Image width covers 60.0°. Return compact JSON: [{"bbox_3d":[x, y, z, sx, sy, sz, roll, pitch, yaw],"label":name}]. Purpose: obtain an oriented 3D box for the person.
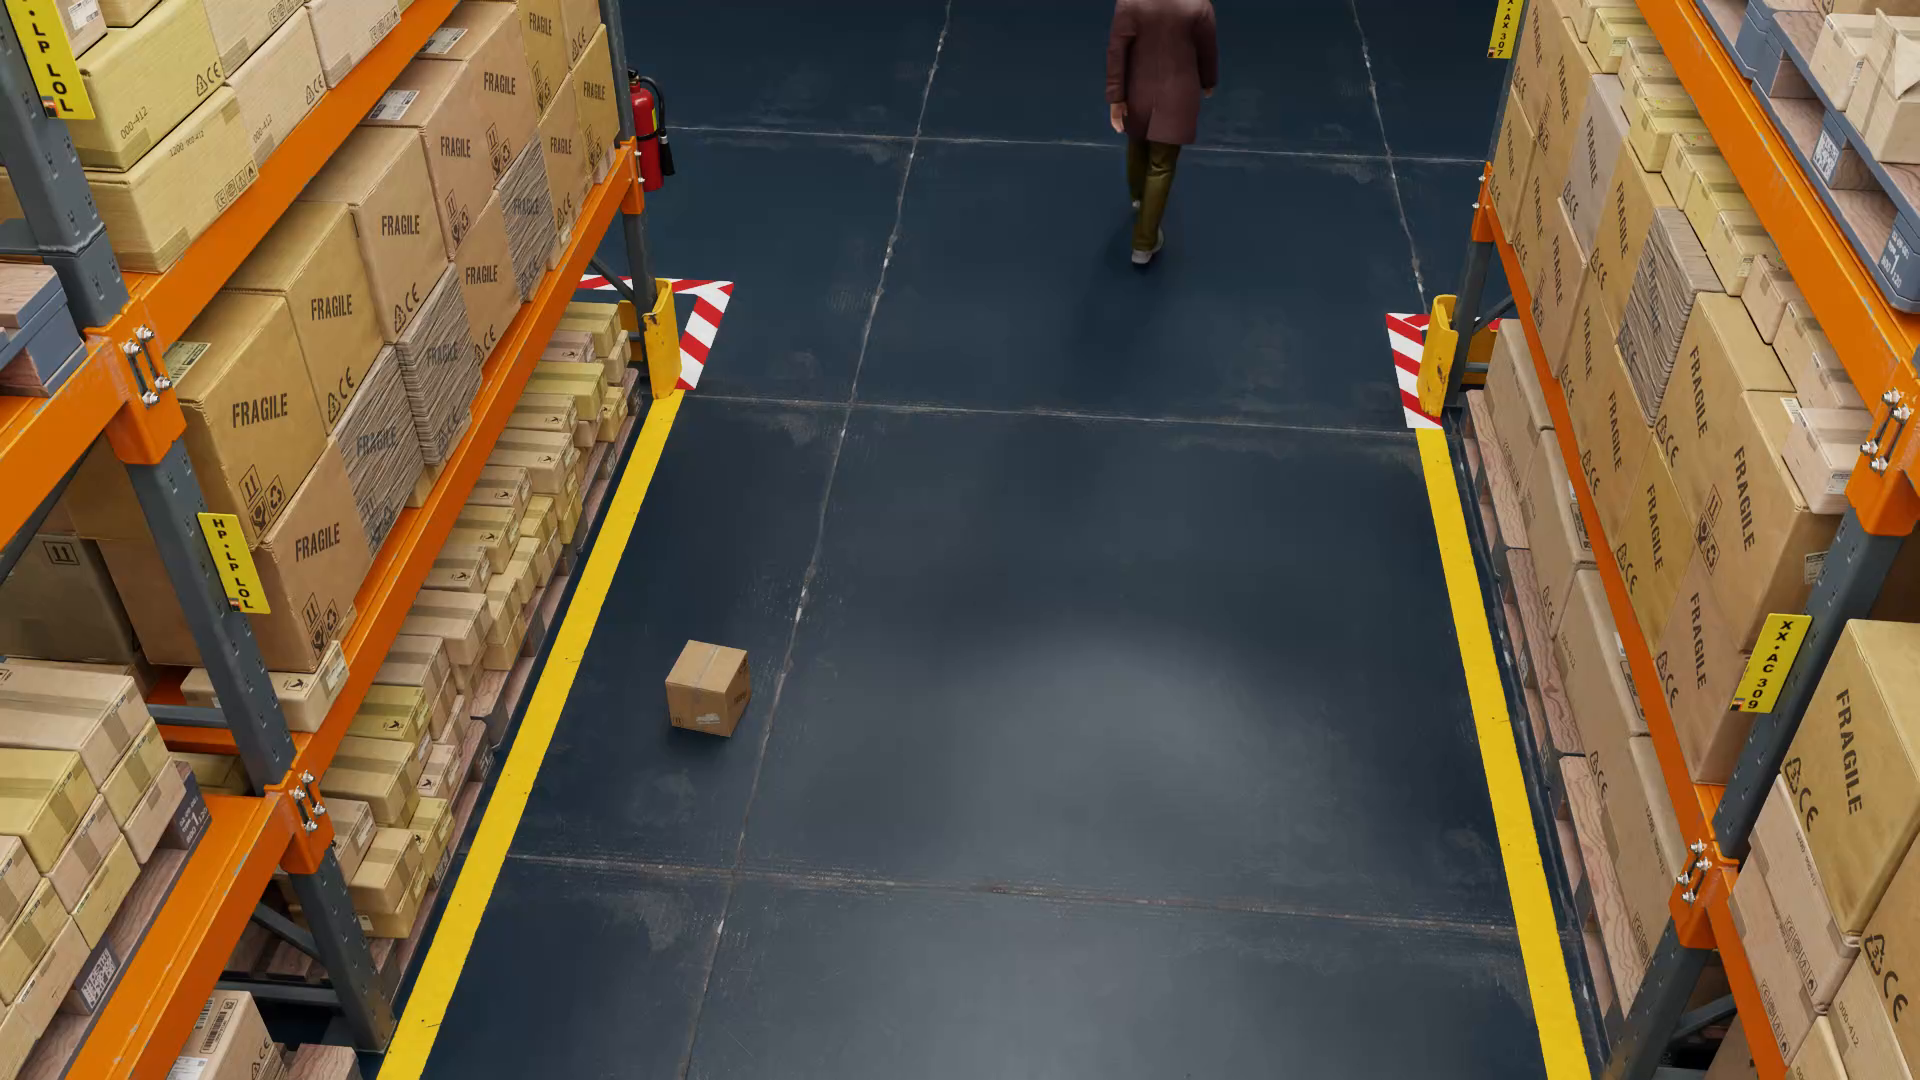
[{"bbox_3d":[1.132,-2.490,9.169,0.571,1.760,0.965,13,41,15],"label":"person"}]
